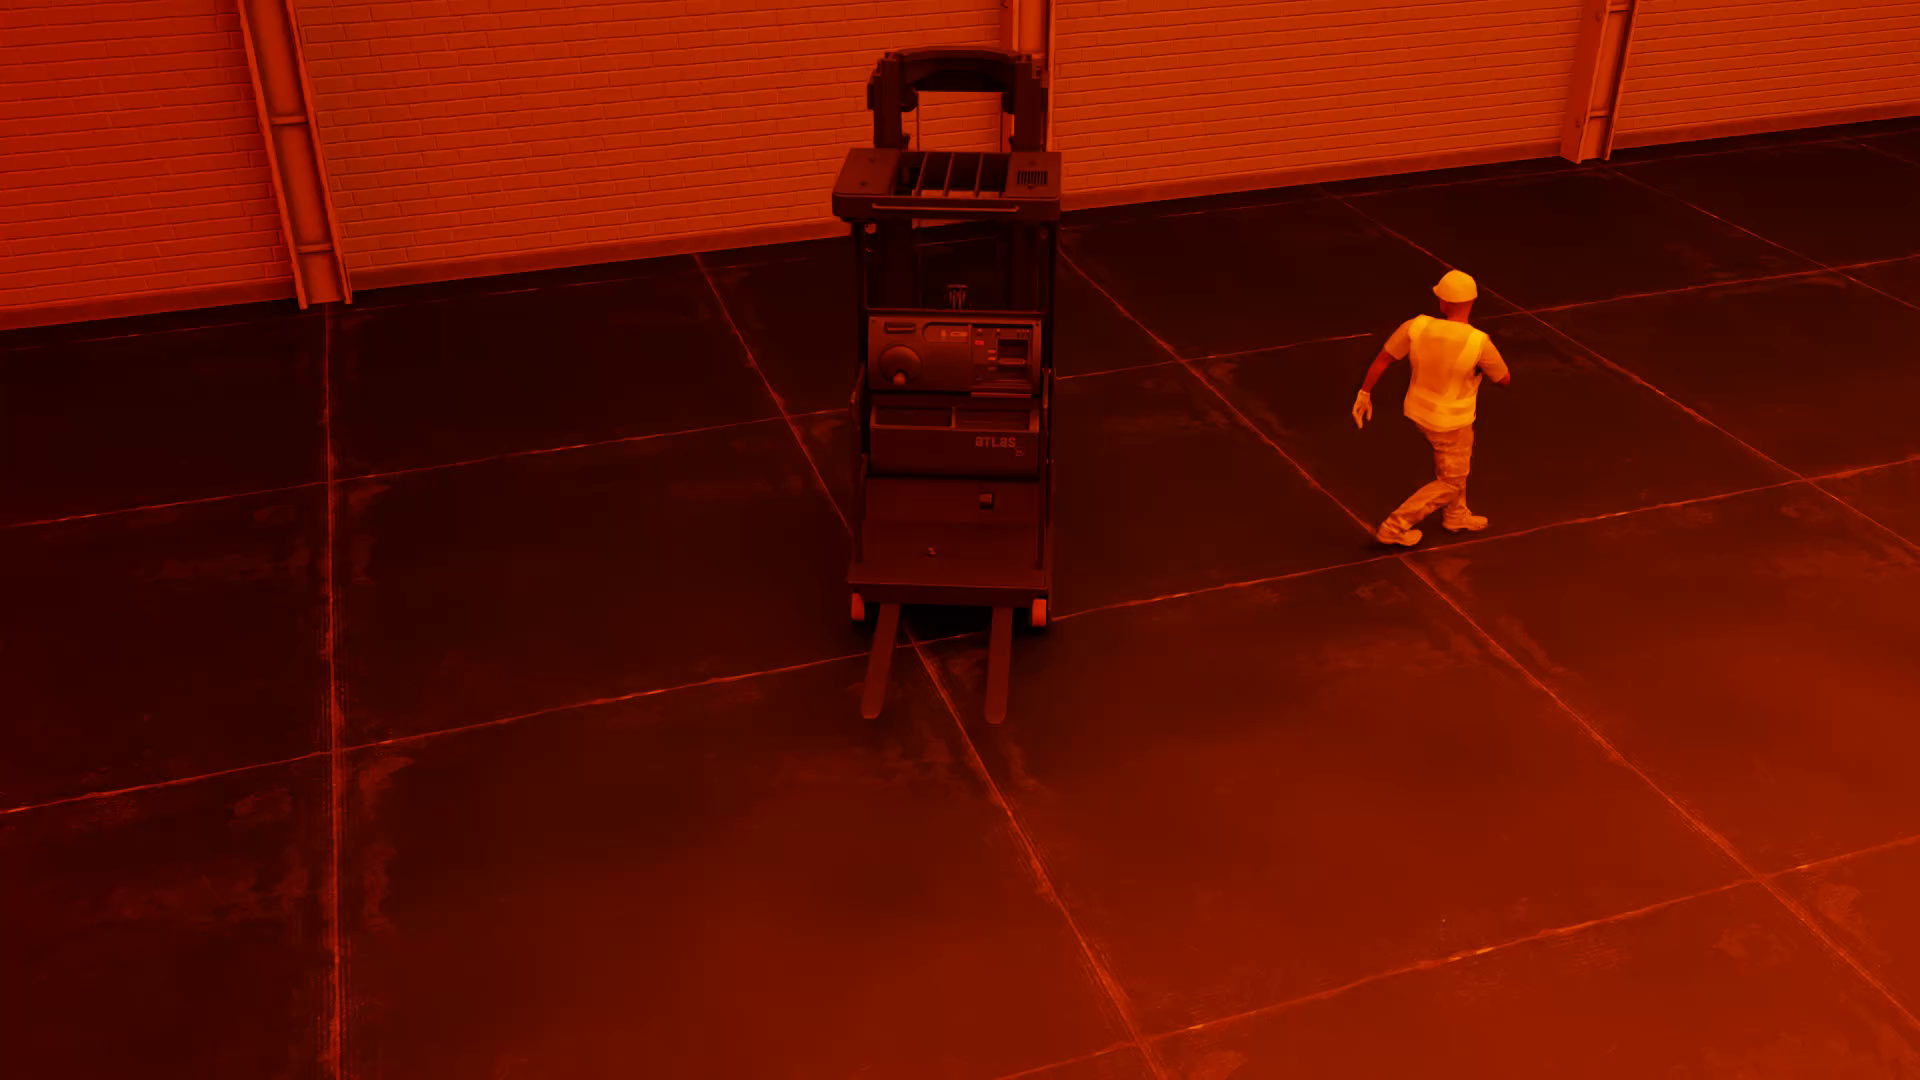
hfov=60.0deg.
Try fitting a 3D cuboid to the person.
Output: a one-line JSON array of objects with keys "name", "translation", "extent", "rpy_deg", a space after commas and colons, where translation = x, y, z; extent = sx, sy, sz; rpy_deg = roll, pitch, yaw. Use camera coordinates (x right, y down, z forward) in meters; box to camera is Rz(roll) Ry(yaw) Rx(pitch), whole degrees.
[{"name": "person", "translation": [2.796, -0.752, 9.669], "extent": [0.939, 1.695, 0.583], "rpy_deg": [-15, 33, -24]}]

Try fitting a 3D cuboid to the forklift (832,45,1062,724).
[{"name": "forklift", "translation": [-0.041, -0.954, 8.746], "extent": [1.130, 2.935, 3.031], "rpy_deg": [2, 30, 3]}]
